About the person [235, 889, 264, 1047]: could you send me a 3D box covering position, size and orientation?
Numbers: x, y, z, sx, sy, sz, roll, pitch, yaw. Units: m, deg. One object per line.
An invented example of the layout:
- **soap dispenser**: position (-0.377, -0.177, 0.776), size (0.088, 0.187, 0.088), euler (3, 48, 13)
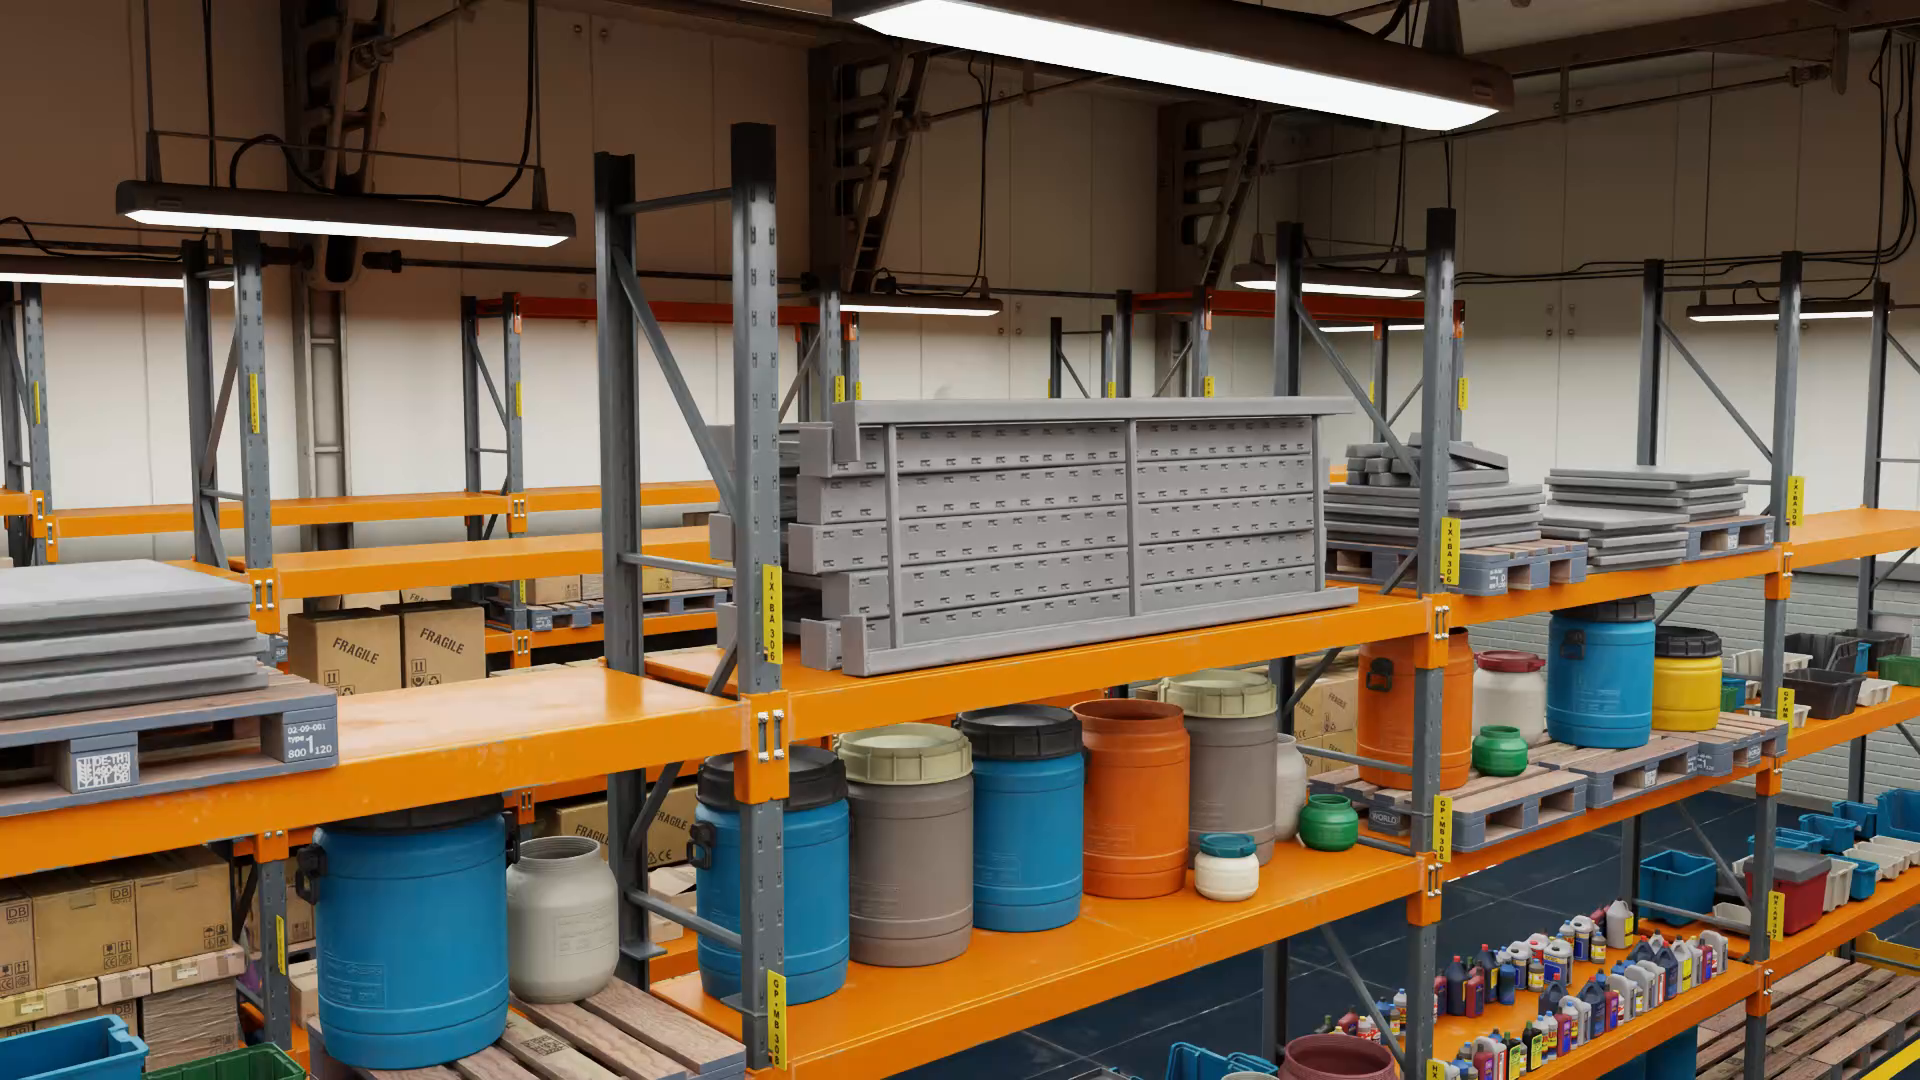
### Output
- **person**: position (-5.193, 3.259, 11.856), size (0.510, 1.591, 0.646), euler (5, 7, 41)
